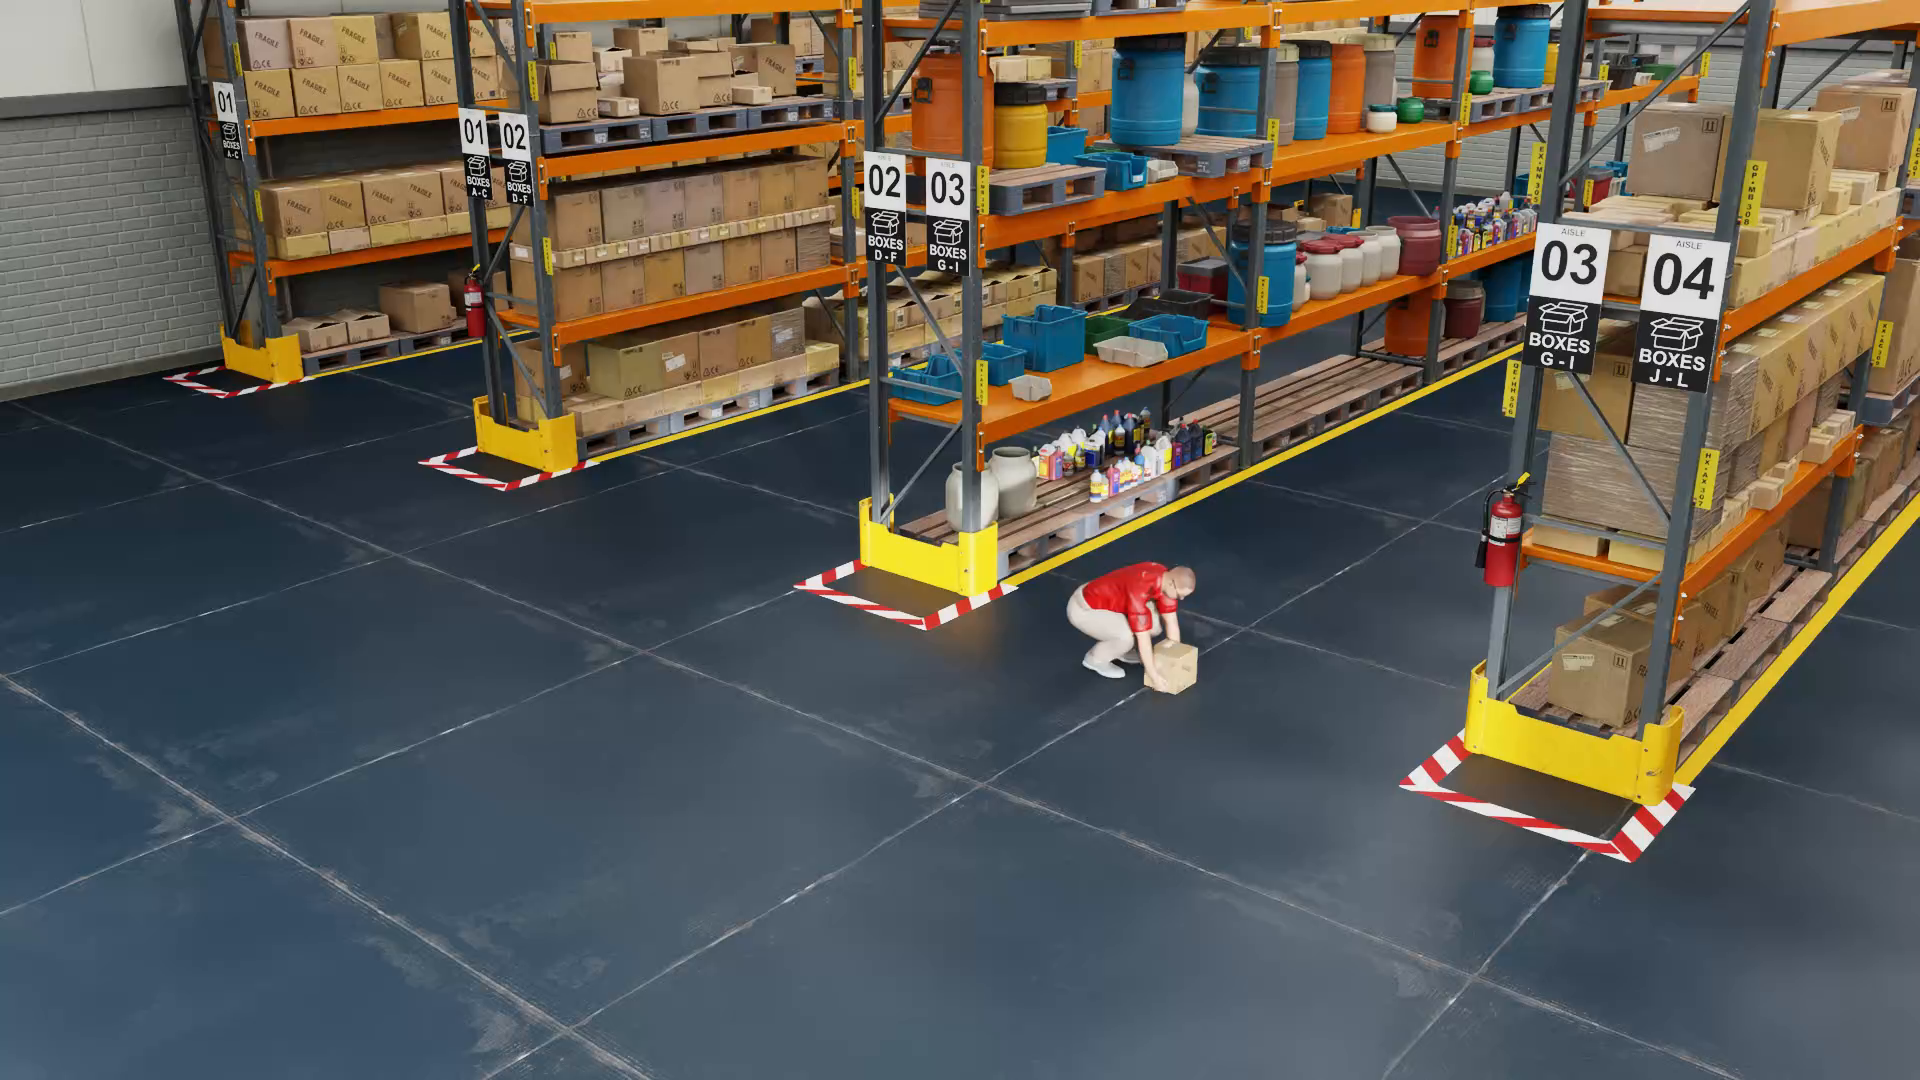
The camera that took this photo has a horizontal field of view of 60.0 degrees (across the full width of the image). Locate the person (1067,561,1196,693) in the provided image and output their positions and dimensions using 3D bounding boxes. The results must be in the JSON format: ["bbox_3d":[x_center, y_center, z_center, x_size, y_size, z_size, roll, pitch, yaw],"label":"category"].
[{"bbox_3d":[1.145,0.514,11.089,0.872,0.857,0.540,16,25,36],"label":"person"}]
